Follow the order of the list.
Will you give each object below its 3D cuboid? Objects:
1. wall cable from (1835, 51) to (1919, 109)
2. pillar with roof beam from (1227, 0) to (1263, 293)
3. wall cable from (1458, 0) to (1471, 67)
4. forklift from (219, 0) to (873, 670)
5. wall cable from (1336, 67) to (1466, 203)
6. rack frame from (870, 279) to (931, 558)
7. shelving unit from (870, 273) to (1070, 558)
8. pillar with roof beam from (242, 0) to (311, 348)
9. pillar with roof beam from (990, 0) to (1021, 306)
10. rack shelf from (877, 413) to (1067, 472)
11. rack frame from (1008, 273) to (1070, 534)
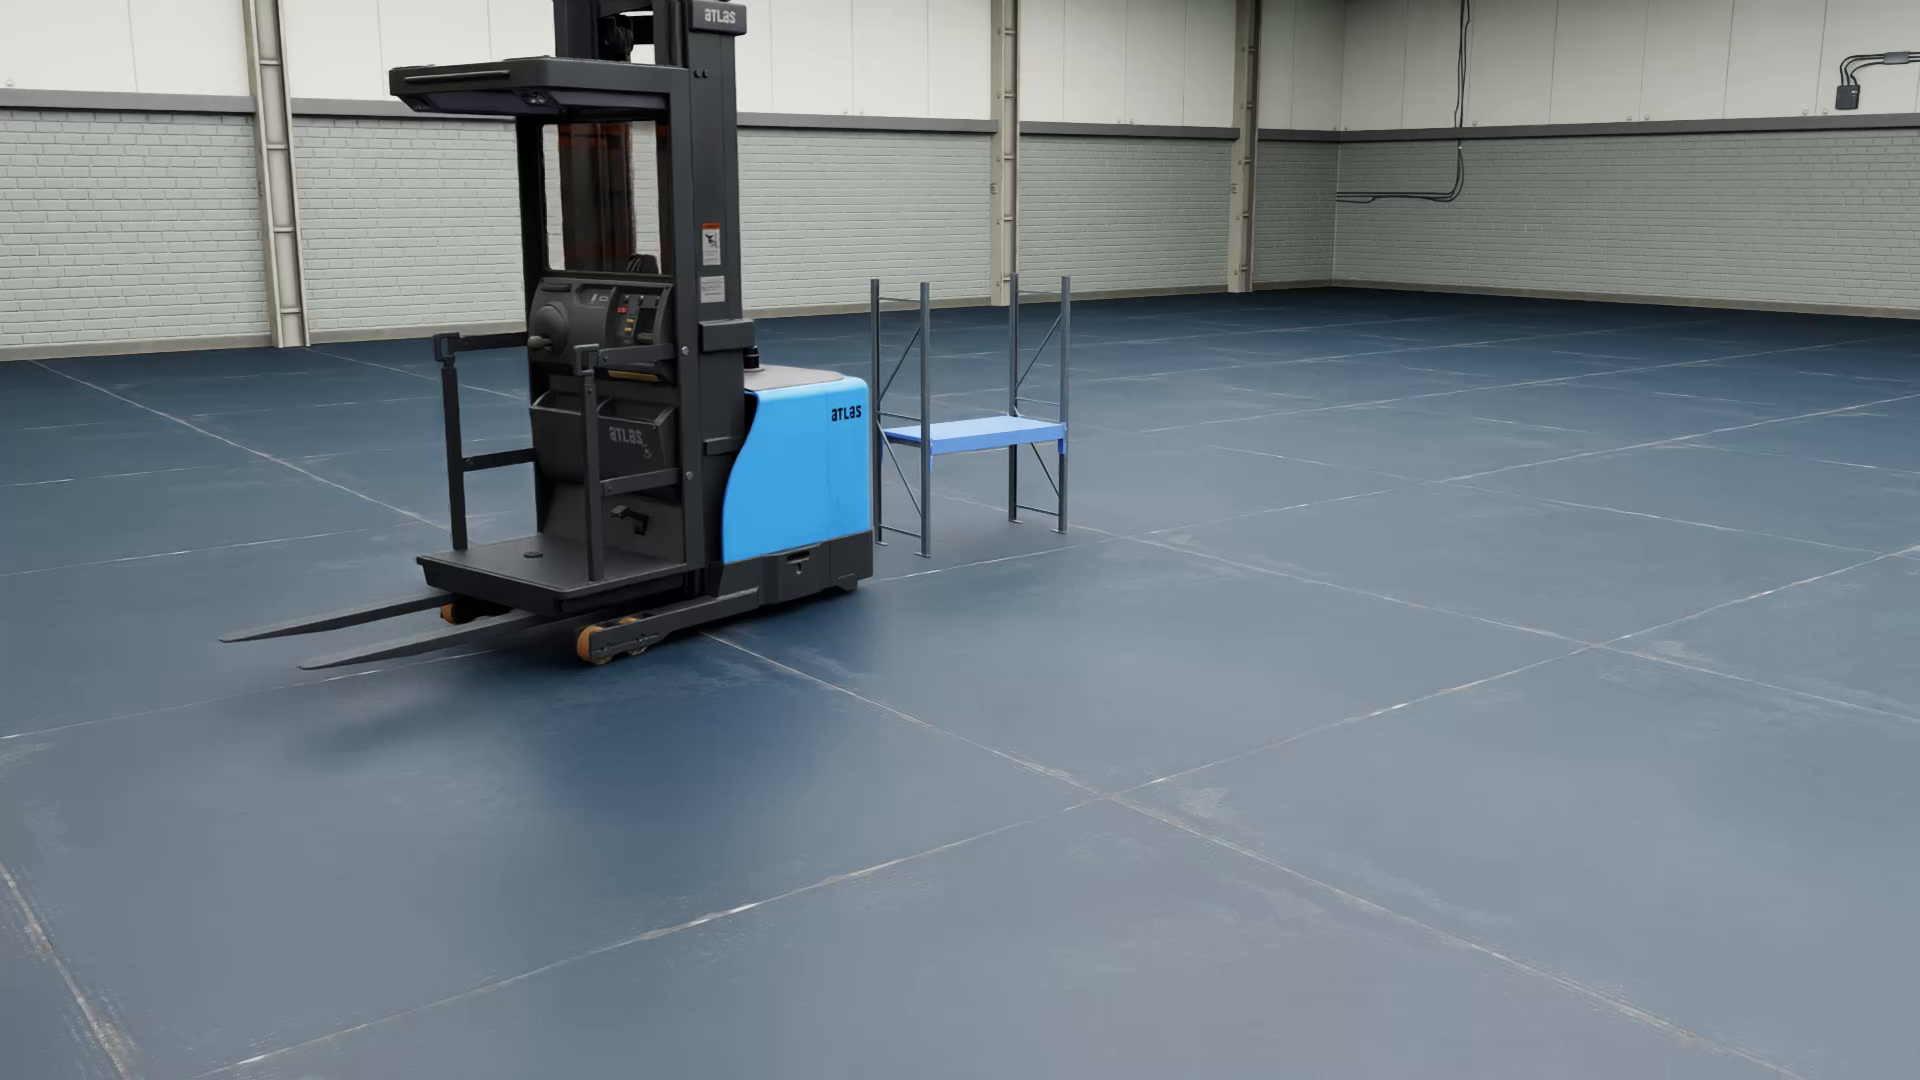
[{"bbox_3d":[14.491,-9.526,24.639,0.169,6.003,2.305,-9,15,-38],"label":"wall cable"},{"bbox_3d":[8.136,-8.538,28.175,0.400,9.000,9.100,-9,15,-38],"label":"pillar with roof beam"},{"bbox_3d":[10.263,-9.917,29.985,0.112,2.526,3.097,-9,15,-38],"label":"wall cable"},{"bbox_3d":[-1.763,-1.017,7.360,1.130,2.935,3.031,10,15,38],"label":"forklift"},{"bbox_3d":[8.573,-7.886,32.576,0.112,2.526,3.097,-9,15,-38],"label":"wall cable"},{"bbox_3d":[-0.330,-0.679,9.214,0.032,1.500,0.500,-9,15,-38],"label":"rack frame"},{"bbox_3d":[0.067,-0.745,9.525,1.048,1.500,0.538,-9,15,-38],"label":"shelving unit"},{"bbox_3d":[-5.920,-6.203,17.175,0.400,9.000,9.100,-9,15,-38],"label":"pillar with roof beam"},{"bbox_3d":[3.451,-7.760,24.508,0.400,9.000,9.100,-9,15,-38],"label":"pillar with roof beam"},{"bbox_3d":[0.067,-0.569,9.562,1.000,0.185,0.538,-9,15,-38],"label":"rack shelf"},{"bbox_3d":[0.464,-0.811,9.836,0.032,1.500,0.500,-9,15,-38],"label":"rack frame"}]
